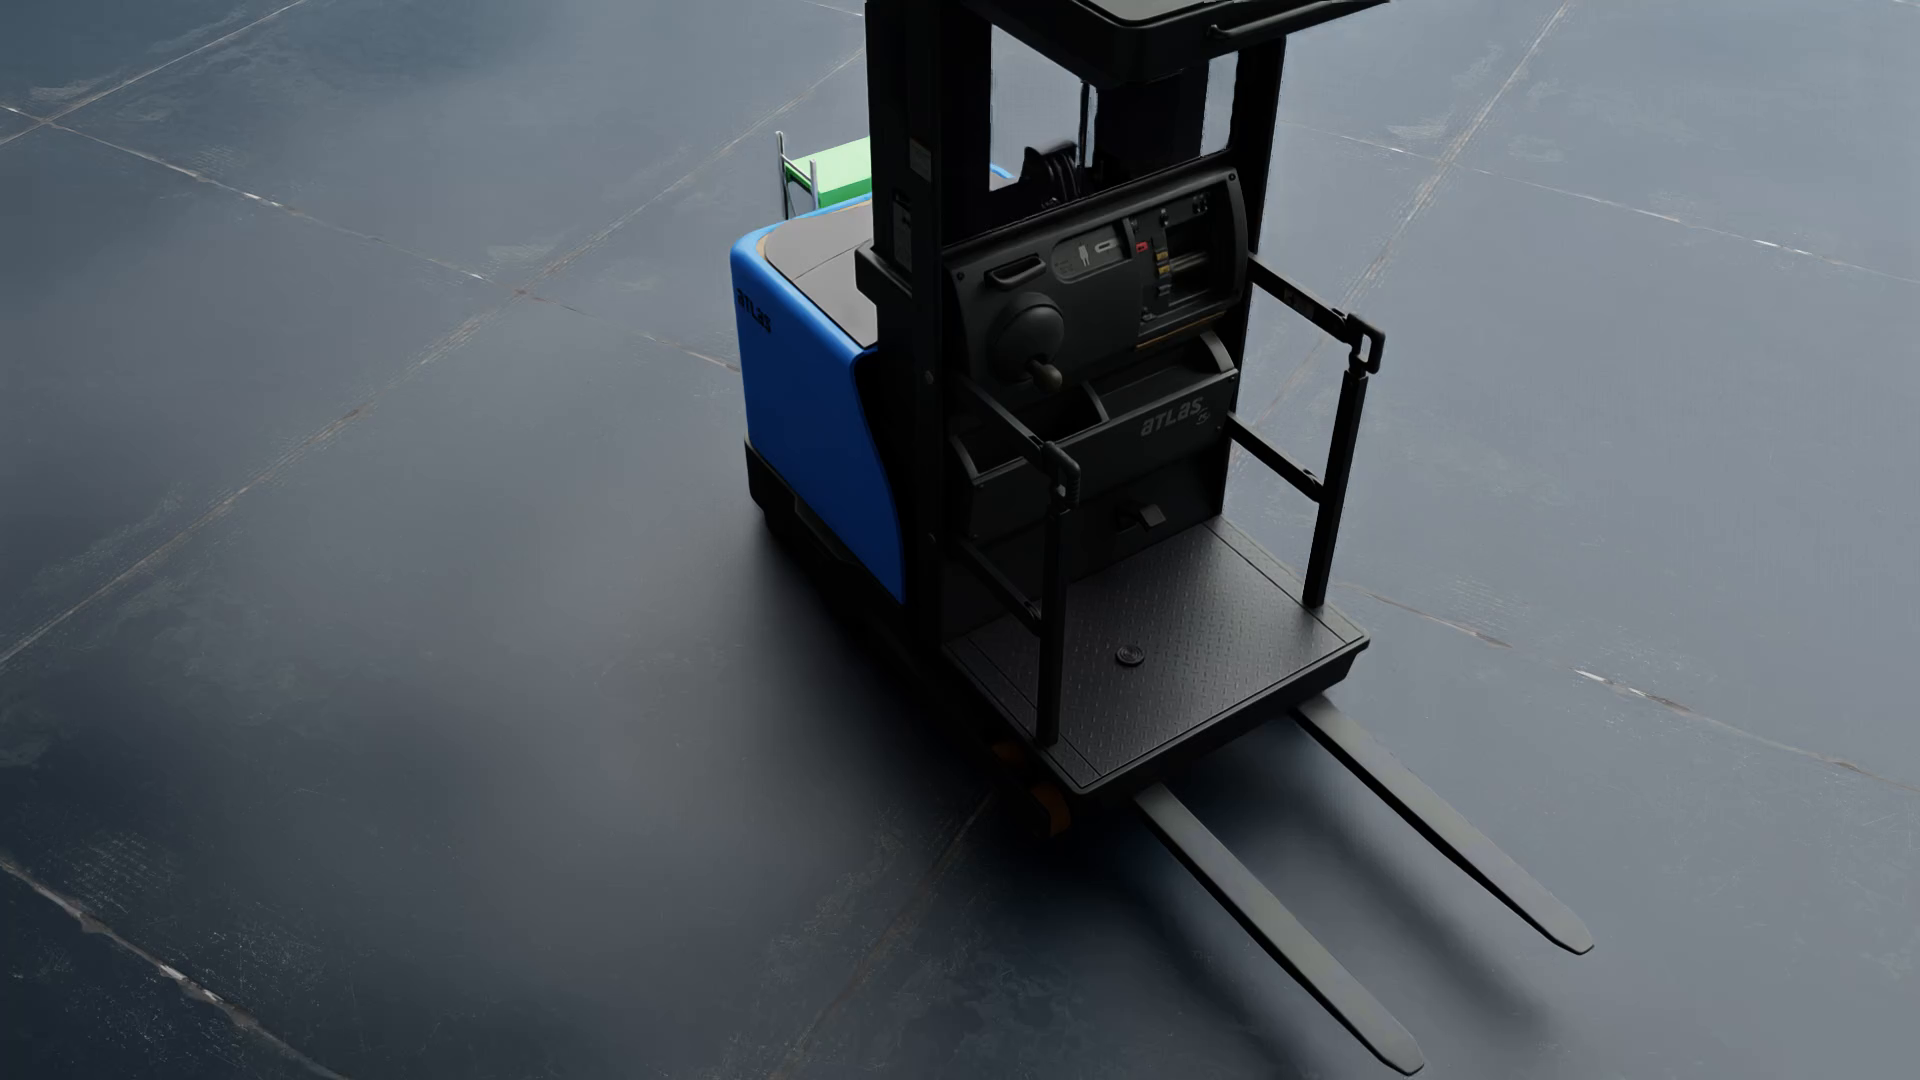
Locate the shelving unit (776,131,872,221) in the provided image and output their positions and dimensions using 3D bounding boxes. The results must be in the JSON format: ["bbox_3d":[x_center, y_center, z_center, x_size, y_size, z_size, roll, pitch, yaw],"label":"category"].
[{"bbox_3d":[-0.329,-0.914,5.880,0.503,1.200,0.258,-24,47,-25],"label":"shelving unit"}]

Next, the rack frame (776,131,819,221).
[{"bbox_3d":[-0.532,-0.824,5.778,0.015,1.200,0.240,-24,47,-25],"label":"rack frame"}]

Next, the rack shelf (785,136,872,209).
[{"bbox_3d":[-0.330,-1.226,5.605,0.480,0.148,0.258,-24,47,-25],"label":"rack shelf"}]

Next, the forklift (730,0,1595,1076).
[{"bbox_3d":[0.501,-0.608,4.223,1.130,2.935,3.031,-24,47,-25],"label":"forklift"}]
